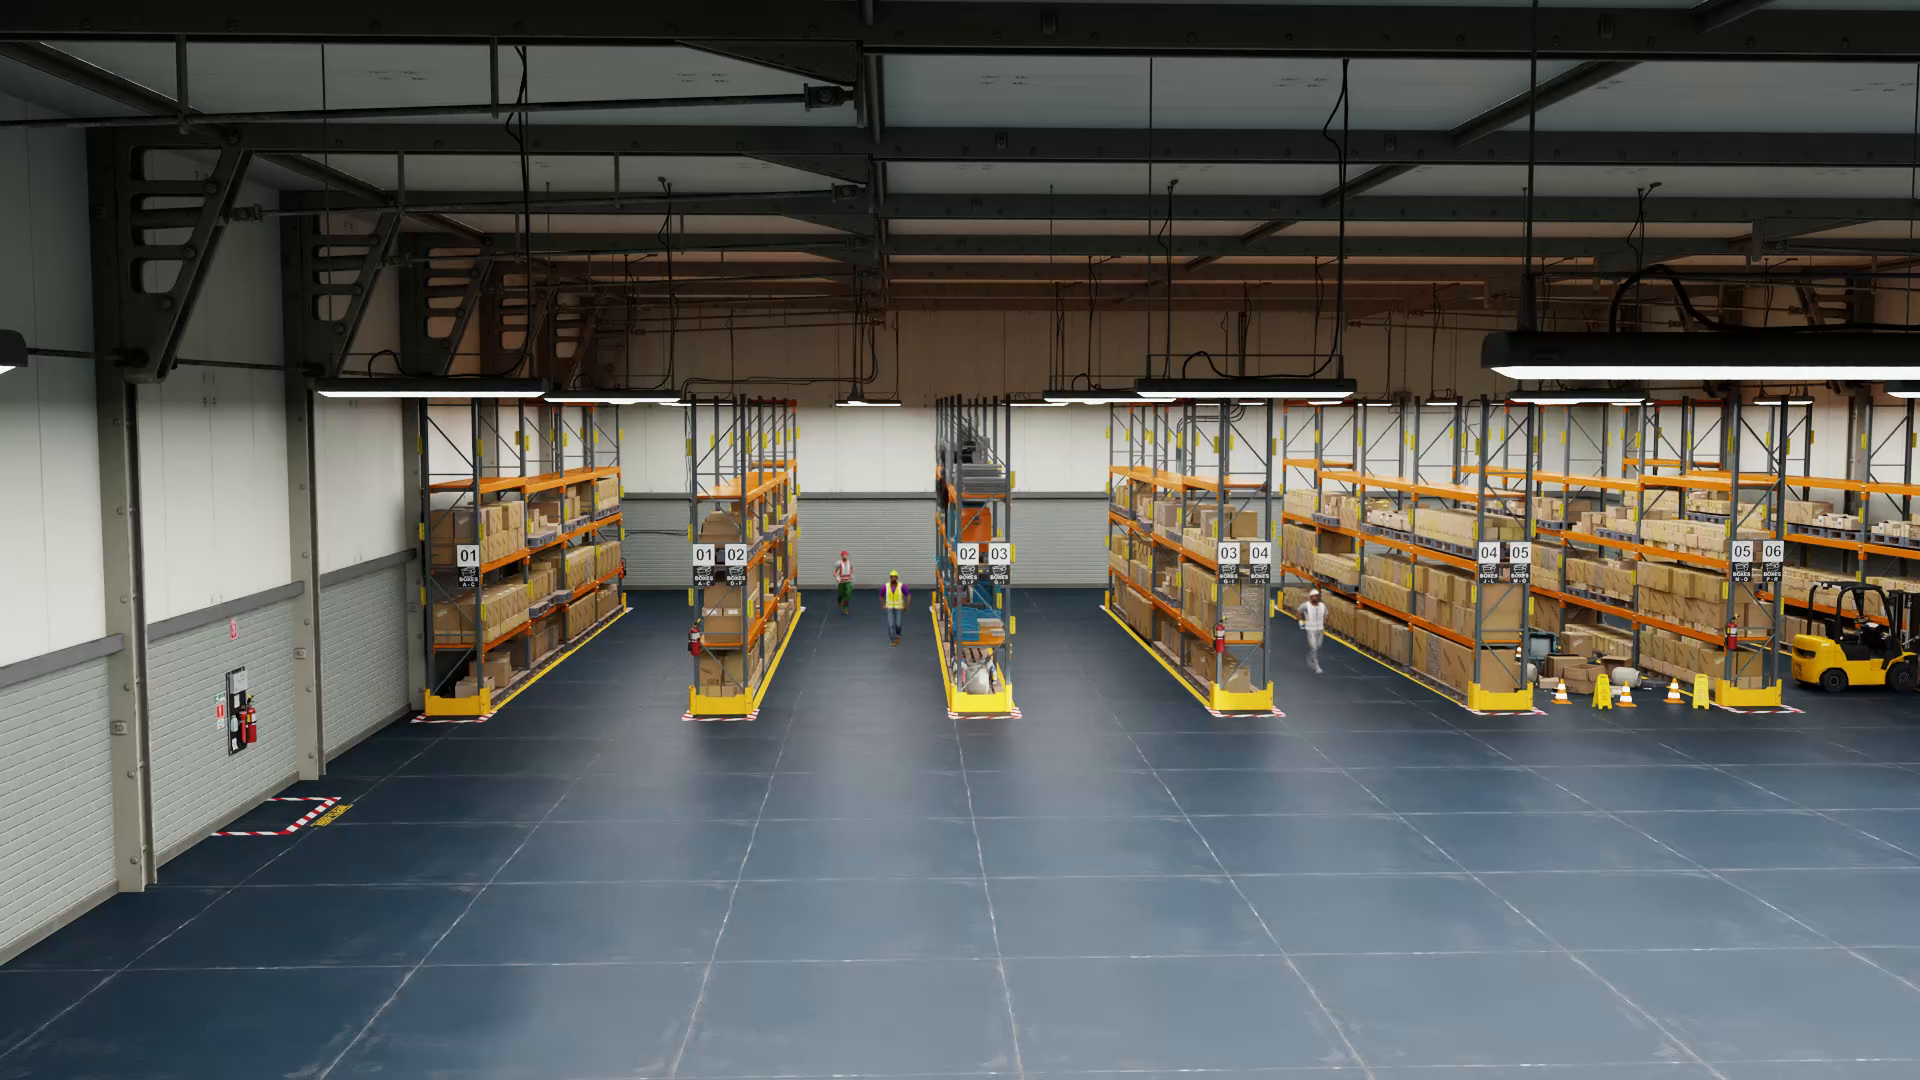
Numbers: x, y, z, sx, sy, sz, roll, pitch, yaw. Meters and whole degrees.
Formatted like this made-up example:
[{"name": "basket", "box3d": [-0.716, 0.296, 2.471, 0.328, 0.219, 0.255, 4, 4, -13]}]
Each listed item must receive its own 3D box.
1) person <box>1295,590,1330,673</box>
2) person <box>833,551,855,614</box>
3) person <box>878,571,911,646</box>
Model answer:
[{"name": "person", "box3d": [7.699, 1.958, 36.153, 0.674, 1.765, 1.003, -1, 5, -15]}, {"name": "person", "box3d": [-3.245, 1.177, 46.785, 0.638, 1.761, 0.715, -2, 5, -20]}, {"name": "person", "box3d": [-1.506, 1.566, 38.146, 0.747, 1.734, 0.550, 0, 4, 0]}]
